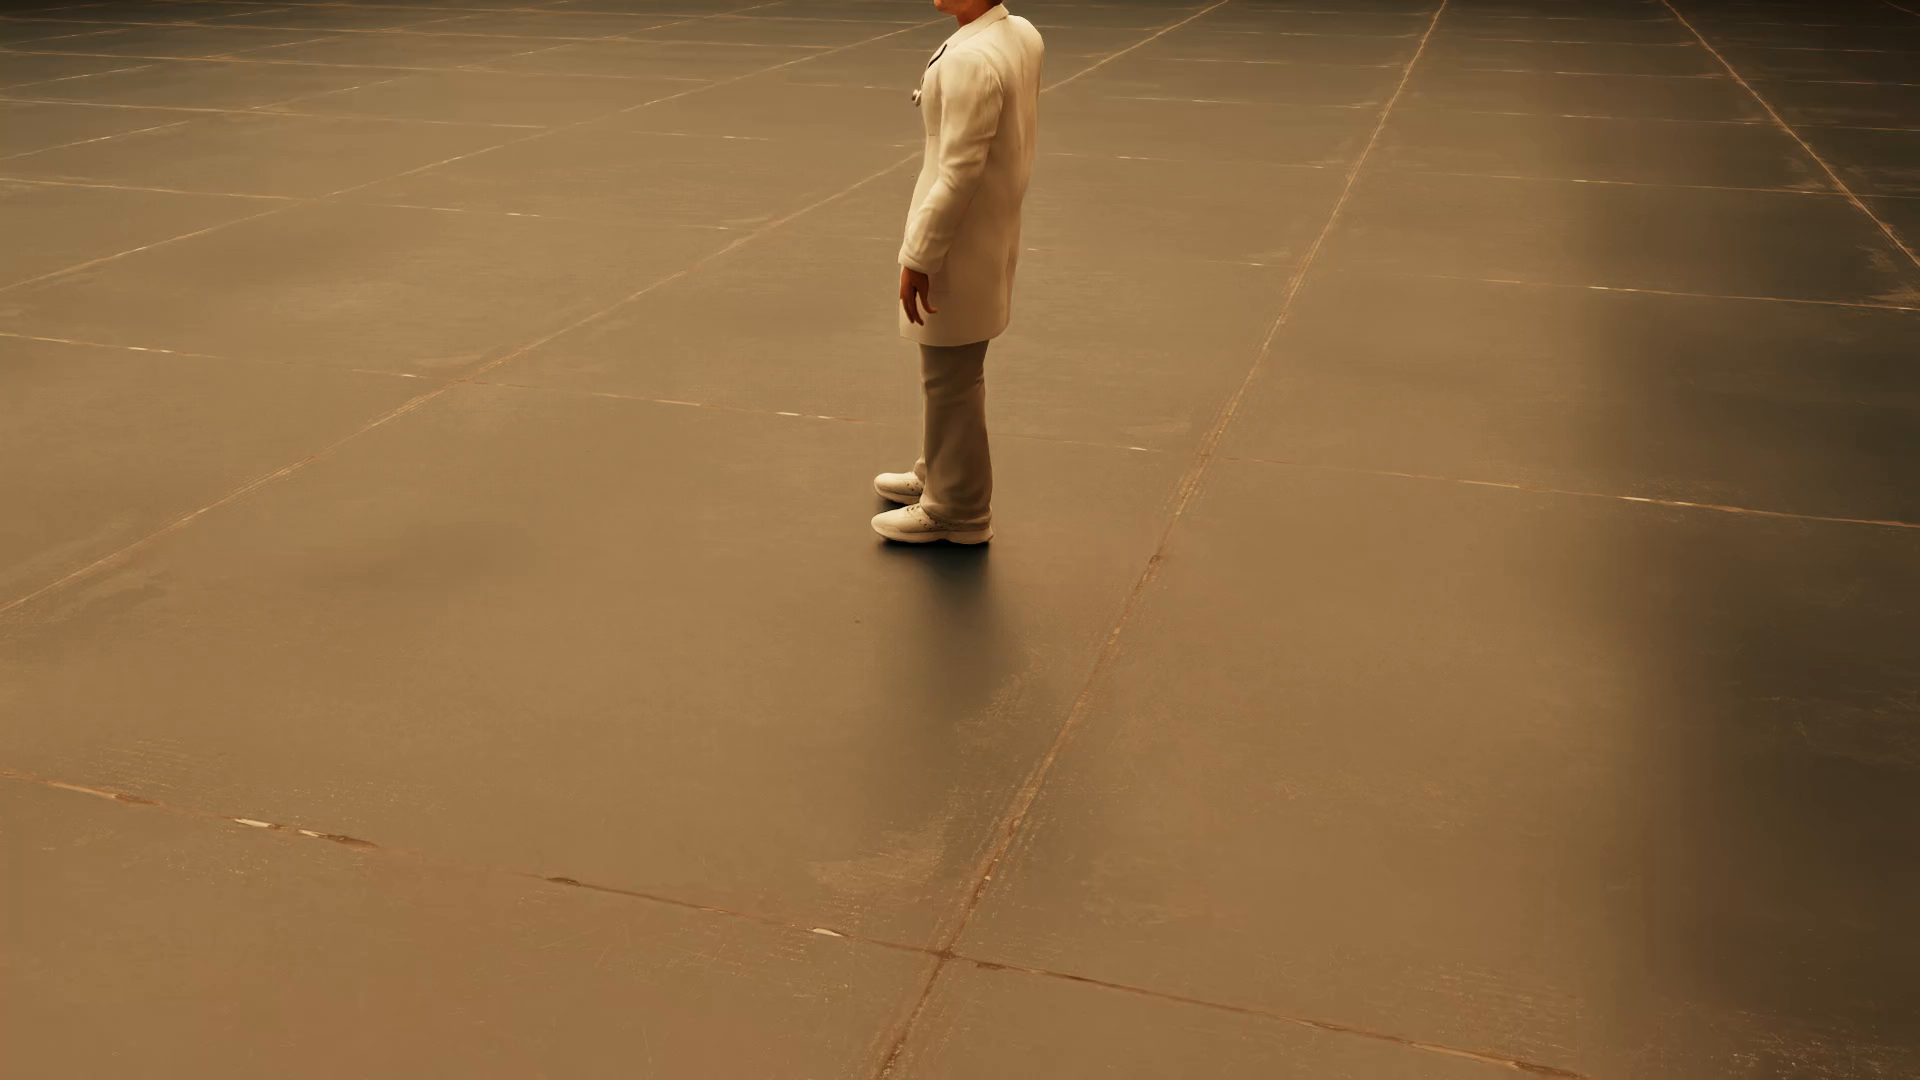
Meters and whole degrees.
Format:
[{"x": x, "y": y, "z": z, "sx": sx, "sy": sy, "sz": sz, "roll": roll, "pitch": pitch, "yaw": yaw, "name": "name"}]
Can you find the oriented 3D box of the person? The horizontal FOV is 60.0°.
[{"x": -0.086, "y": -0.840, "z": 4.807, "sx": 0.578, "sy": 1.778, "sz": 0.698, "roll": 7, "pitch": 23, "yaw": 16, "name": "person"}]
